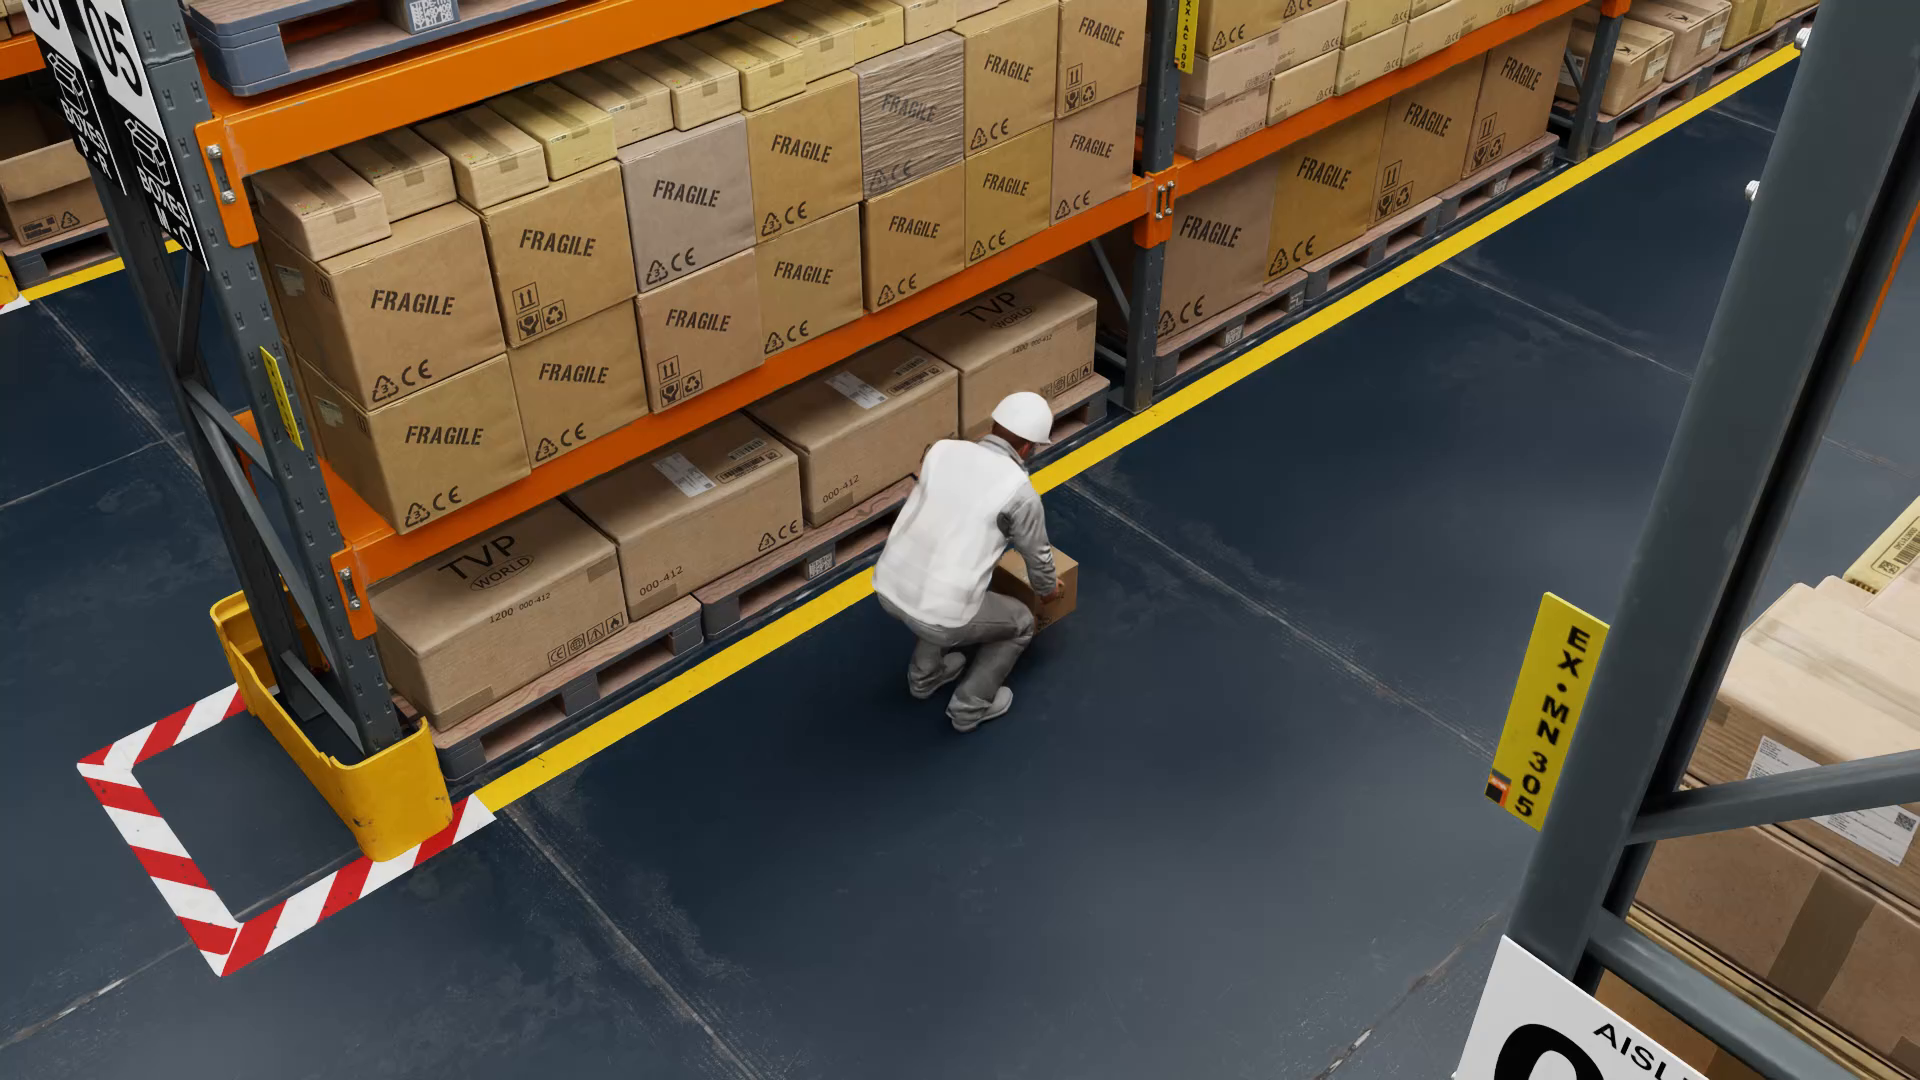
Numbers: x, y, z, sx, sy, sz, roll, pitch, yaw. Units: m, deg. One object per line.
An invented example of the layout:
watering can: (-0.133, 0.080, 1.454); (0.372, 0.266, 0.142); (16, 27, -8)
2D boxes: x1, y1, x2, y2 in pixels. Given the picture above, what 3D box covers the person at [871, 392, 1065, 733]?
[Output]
person: (0.028, 0.088, 6.421); (0.829, 1.276, 0.583); (-31, 49, -32)
